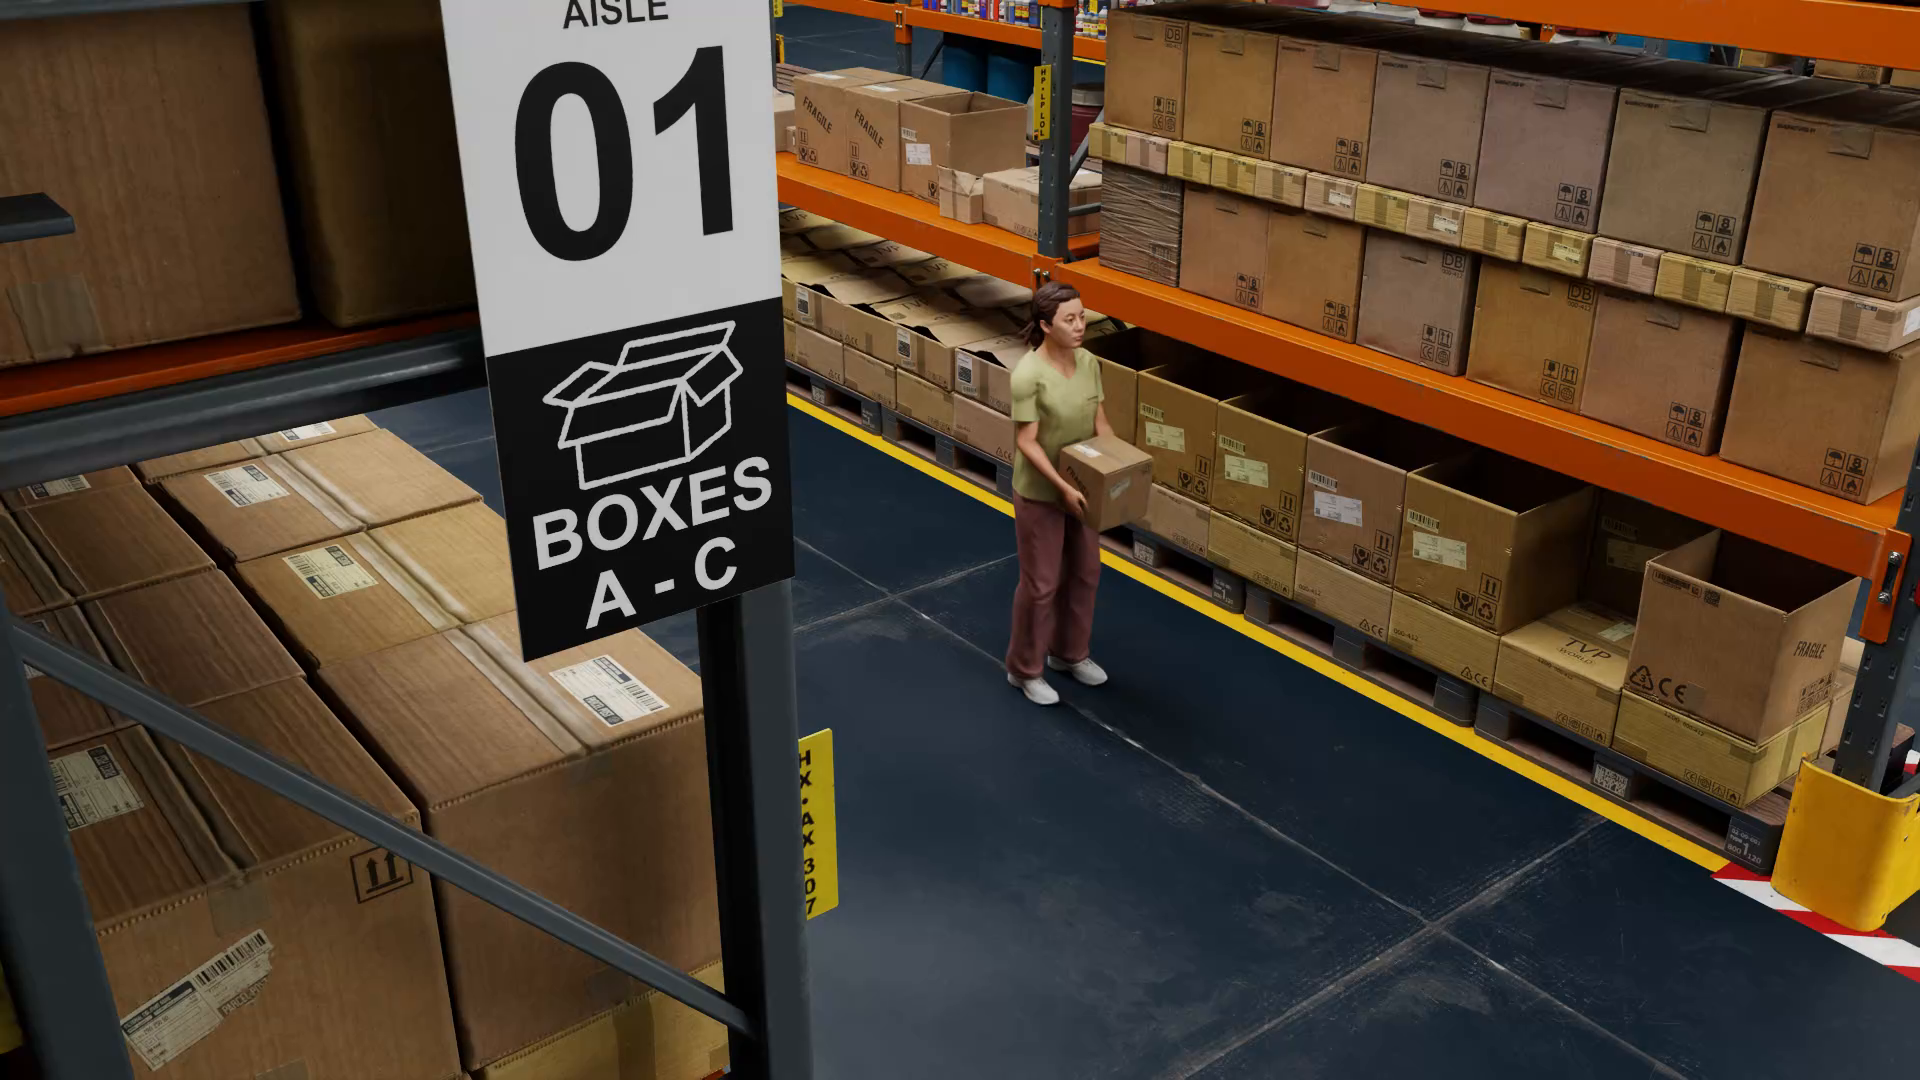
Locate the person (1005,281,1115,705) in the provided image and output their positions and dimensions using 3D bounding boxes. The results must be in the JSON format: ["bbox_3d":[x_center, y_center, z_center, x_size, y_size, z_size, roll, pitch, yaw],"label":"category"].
[{"bbox_3d":[0.420,-0.167,6.467,0.456,1.673,0.511,-19,31,-35],"label":"person"}]
